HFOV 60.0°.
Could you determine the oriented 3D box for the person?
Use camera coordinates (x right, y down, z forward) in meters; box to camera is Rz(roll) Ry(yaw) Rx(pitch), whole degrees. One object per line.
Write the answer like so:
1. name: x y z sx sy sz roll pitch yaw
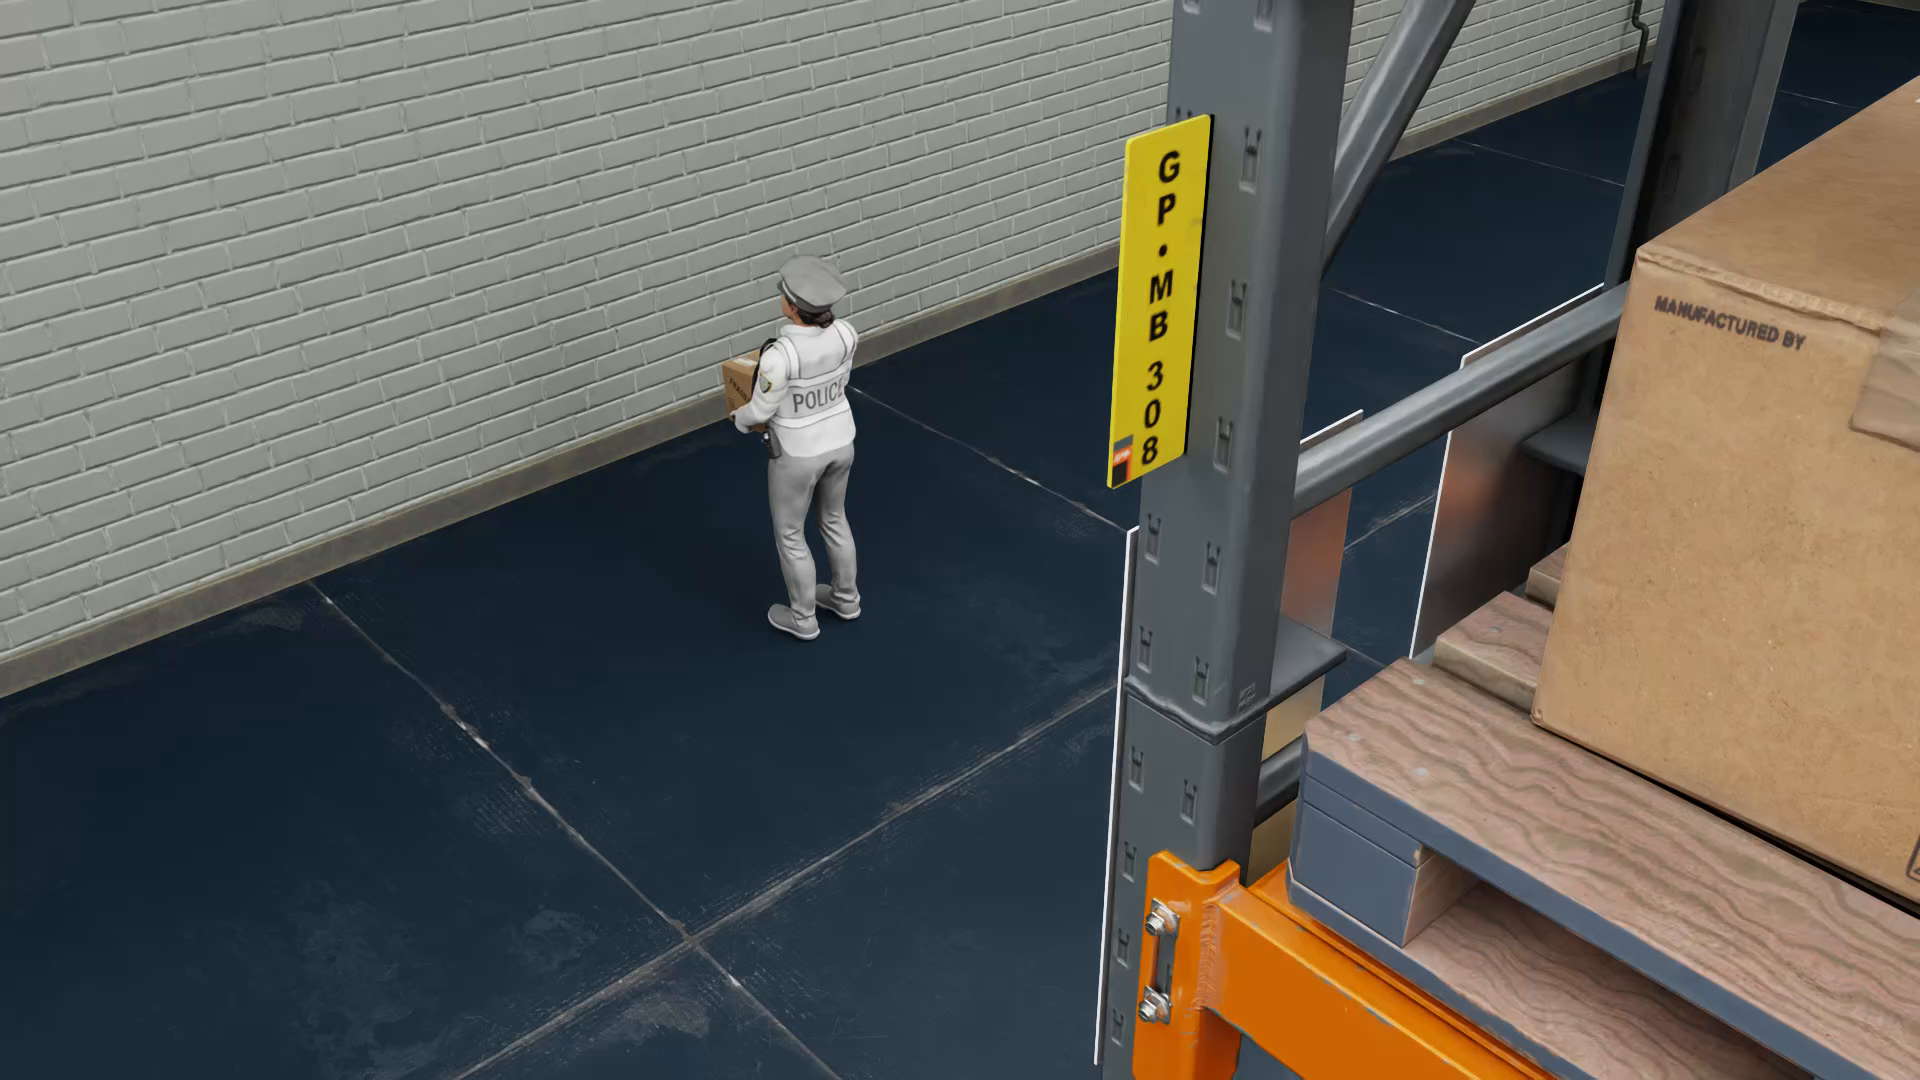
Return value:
1. person: -0.654 -0.392 6.739 0.461 1.686 0.563 -26 40 -35
